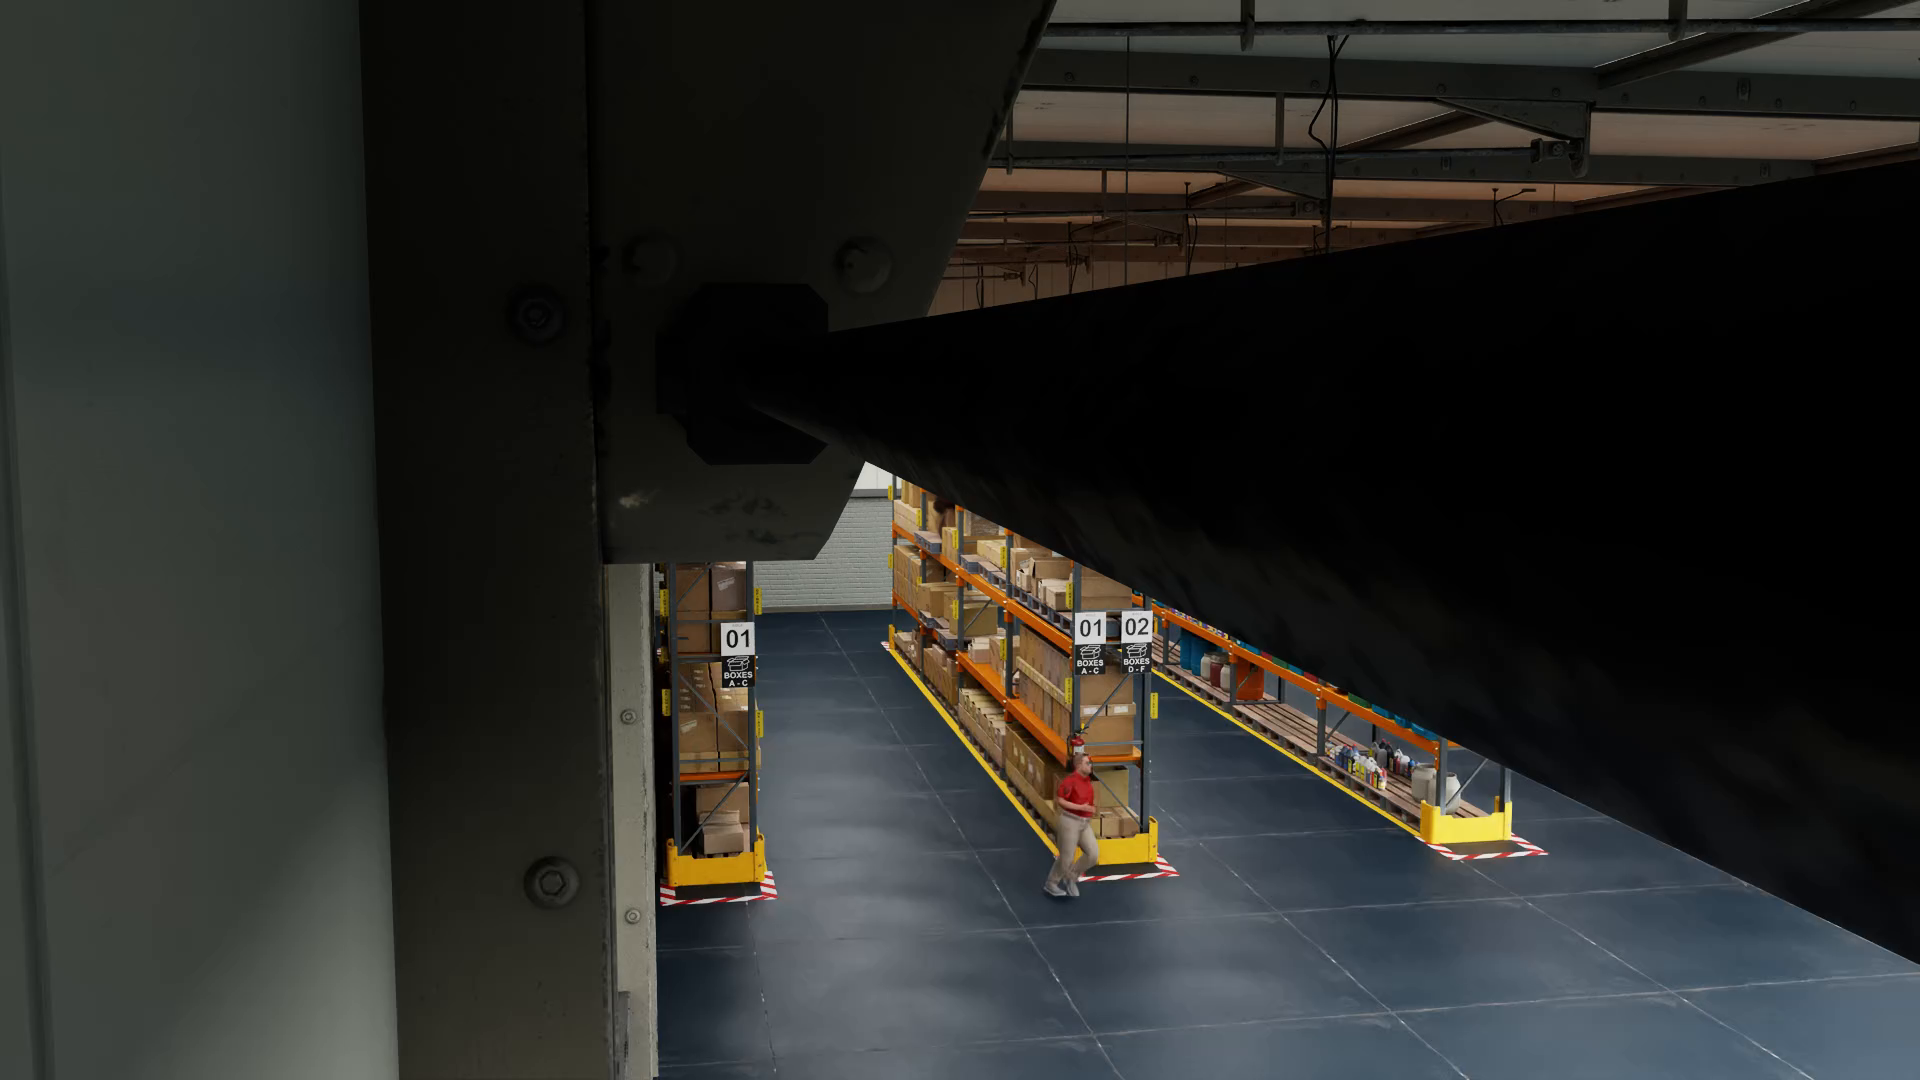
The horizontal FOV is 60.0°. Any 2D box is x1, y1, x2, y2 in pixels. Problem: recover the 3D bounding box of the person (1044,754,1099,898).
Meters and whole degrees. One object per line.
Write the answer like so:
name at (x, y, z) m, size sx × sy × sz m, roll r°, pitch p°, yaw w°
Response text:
person at (1.419, 3.389, 19.667) m, size 0.652 × 1.710 × 0.666 m, roll 6°, pitch 9°, yaw 44°
